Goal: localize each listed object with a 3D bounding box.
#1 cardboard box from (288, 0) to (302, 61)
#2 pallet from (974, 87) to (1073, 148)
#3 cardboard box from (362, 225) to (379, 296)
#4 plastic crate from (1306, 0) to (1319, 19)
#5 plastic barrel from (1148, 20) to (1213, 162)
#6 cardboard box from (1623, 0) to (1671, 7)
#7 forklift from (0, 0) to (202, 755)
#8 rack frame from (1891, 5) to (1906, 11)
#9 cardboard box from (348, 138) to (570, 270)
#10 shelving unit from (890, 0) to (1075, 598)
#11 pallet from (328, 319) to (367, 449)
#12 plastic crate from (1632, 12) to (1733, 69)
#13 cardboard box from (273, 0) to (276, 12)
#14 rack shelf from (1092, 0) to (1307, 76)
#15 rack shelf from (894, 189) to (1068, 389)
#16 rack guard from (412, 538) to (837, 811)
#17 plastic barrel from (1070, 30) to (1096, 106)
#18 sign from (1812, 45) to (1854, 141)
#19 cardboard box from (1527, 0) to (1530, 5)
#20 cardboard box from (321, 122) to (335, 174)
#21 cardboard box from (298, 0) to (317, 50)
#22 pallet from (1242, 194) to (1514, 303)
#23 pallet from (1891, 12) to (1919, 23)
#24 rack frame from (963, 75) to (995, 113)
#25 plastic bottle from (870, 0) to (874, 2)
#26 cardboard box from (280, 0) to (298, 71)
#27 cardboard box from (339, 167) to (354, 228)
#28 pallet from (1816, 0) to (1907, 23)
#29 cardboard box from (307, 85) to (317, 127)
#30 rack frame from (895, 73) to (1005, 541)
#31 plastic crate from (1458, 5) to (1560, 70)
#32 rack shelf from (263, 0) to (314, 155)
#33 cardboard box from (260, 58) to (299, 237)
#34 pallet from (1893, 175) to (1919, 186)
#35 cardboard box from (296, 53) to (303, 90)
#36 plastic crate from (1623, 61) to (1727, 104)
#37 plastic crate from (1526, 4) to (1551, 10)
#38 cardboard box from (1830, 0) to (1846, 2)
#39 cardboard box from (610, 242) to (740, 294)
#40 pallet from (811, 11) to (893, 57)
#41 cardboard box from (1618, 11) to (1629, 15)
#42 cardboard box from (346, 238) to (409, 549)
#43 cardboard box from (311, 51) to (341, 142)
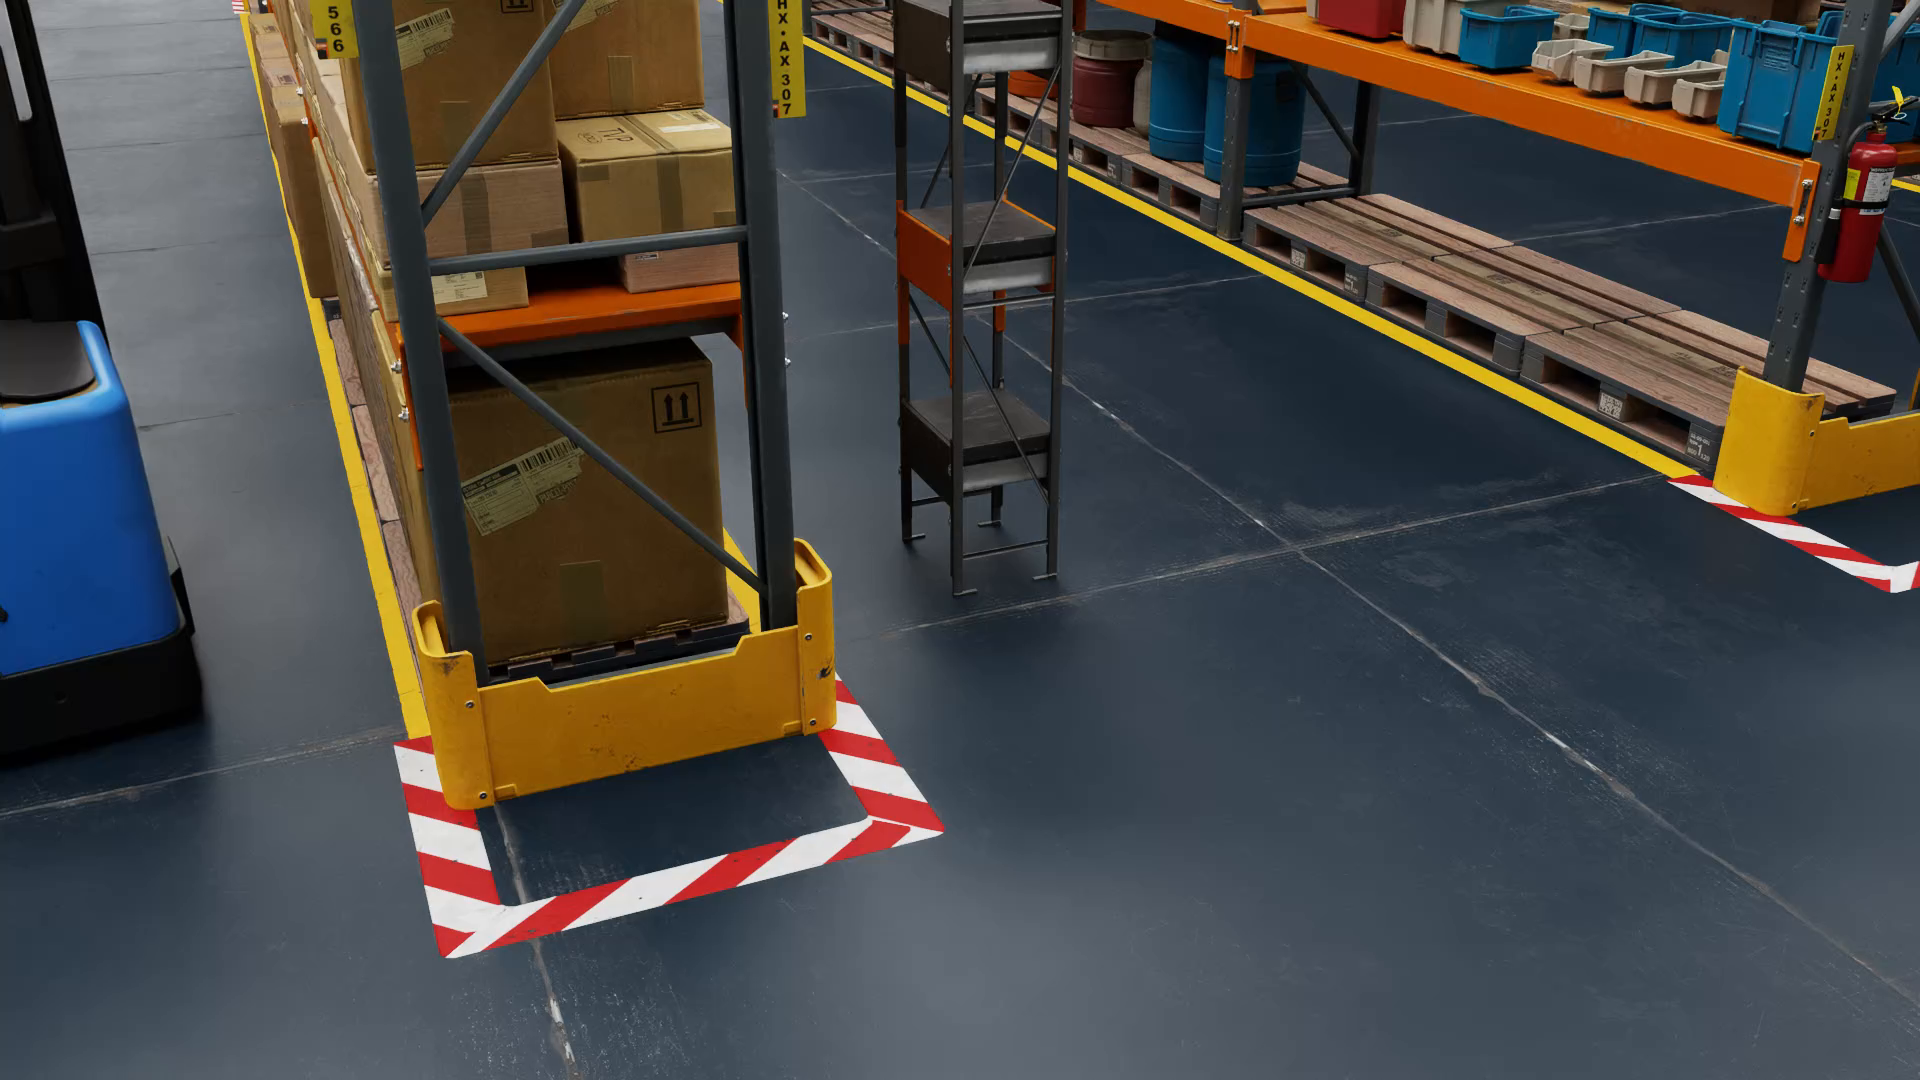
[{"bbox_3d":[-2.595,-2.202,7.172,0.500,0.250,0.500,-11,28,-22],"label":"cardboard box"},{"bbox_3d":[0.800,-3.272,12.710,1.003,0.211,1.213,-11,28,-21],"label":"pallet"},{"bbox_3d":[-1.518,-0.834,4.826,0.380,0.149,0.250,-10,28,-20],"label":"cardboard box"},{"bbox_3d":[2.070,-2.917,9.038,0.396,0.136,0.243,-11,28,-21],"label":"plastic crate"},{"bbox_3d":[1.544,-2.975,10.838,0.600,0.901,0.708,-11,28,-21],"label":"plastic barrel"},{"bbox_3d":[5.796,-4.214,13.809,0.500,0.500,0.500,-12,28,-22],"label":"cardboard box"},{"bbox_3d":[-3.520,-1.208,5.383,1.130,2.935,3.031,-15,30,-27],"label":"forklift"},{"bbox_3d":[9.568,-6.538,16.222,1.000,3.000,0.127,-11,28,-21],"label":"rack frame"},{"bbox_3d":[-1.406,-0.971,4.653,0.500,0.250,0.500,-11,28,-21],"label":"cardboard box"},{"bbox_3d":[0.065,-0.877,5.652,0.431,2.100,0.503,-11,28,-21],"label":"shelving unit"},{"bbox_3d":[-2.312,-0.796,7.641,1.003,0.211,1.213,-11,28,-21],"label":"pallet"},{"bbox_3d":[3.276,-2.246,7.553,0.416,0.233,0.300,-11,28,-21],"label":"plastic crate"},{"bbox_3d":[-3.563,-3.171,9.211,0.500,0.500,0.500,-10,28,-20],"label":"cardboard box"},{"bbox_3d":[1.236,-3.705,11.240,1.077,0.370,4.000,-11,28,-21],"label":"rack shelf"},{"bbox_3d":[0.065,-0.864,5.658,0.431,0.518,0.480,-11,28,-21],"label":"rack shelf"},{"bbox_3d":[-0.962,0.378,4.906,1.175,0.500,0.348,-11,28,-21],"label":"rack guard"},{"bbox_3d":[0.963,-3.499,12.355,0.421,0.512,0.421,0,26,0],"label":"plastic barrel"},{"bbox_3d":[3.086,-1.578,5.878,0.100,0.325,0.005,-11,28,-21],"label":"sign"},{"bbox_3d":[4.927,-4.527,14.451,0.500,0.500,0.500,-9,28,-18],"label":"cardboard box"},{"bbox_3d":[-2.116,-1.452,6.090,0.380,0.149,0.250,-11,28,-22],"label":"cardboard box"},{"bbox_3d":[-2.192,-2.127,6.164,0.500,0.500,0.500,-11,28,-22],"label":"cardboard box"},{"bbox_3d":[2.343,-1.678,9.446,1.003,0.211,1.213,-11,28,-21],"label":"pallet"},{"bbox_3d":[9.808,-4.954,16.155,1.003,0.211,1.213,-11,28,-21],"label":"pallet"},{"bbox_3d":[0.453,-4.836,12.736,1.000,3.000,0.127,-11,28,-21],"label":"rack frame"},{"bbox_3d":[-0.875,-5.636,17.062,0.097,0.201,0.097,0,26,0],"label":"plastic bottle"},{"bbox_3d":[-2.973,-2.557,7.954,0.500,0.500,0.500,-10,28,-20],"label":"cardboard box"},{"bbox_3d":[-1.815,-1.142,5.456,0.380,0.149,0.250,-11,28,-22],"label":"cardboard box"},{"bbox_3d":[9.264,-5.601,17.480,1.003,0.211,1.213,-11,28,-21],"label":"pallet"},{"bbox_3d":[-2.417,-1.762,6.727,0.380,0.149,0.250,-11,28,-22],"label":"cardboard box"},{"bbox_3d":[-0.031,-0.975,5.854,0.400,2.100,0.015,-11,28,-21],"label":"rack frame"},{"bbox_3d":[2.545,-2.343,7.752,0.416,0.233,0.300,-11,28,-21],"label":"plastic crate"},{"bbox_3d":[-3.321,-2.854,9.497,1.077,0.370,4.000,-11,28,-21],"label":"rack shelf"},{"bbox_3d":[-3.158,-2.219,9.320,1.225,0.875,0.875,-12,28,-22],"label":"cardboard box"},{"bbox_3d":[6.846,-2.540,11.212,1.003,0.211,1.213,-11,28,-21],"label":"pallet"},{"bbox_3d":[-2.728,-2.081,7.379,0.380,0.149,0.250,-11,28,-20],"label":"cardboard box"},{"bbox_3d":[2.999,-1.932,7.021,0.396,0.136,0.243,-11,28,-21],"label":"plastic crate"},{"bbox_3d":[2.705,-2.719,8.644,0.437,0.125,0.590,-11,28,-21],"label":"plastic crate"},{"bbox_3d":[9.238,-5.894,17.251,0.700,0.500,0.500,-10,28,-20],"label":"cardboard box"},{"bbox_3d":[-0.807,-0.842,4.843,0.380,0.149,0.250,-10,28,-20],"label":"cardboard box"},{"bbox_3d":[-0.771,-4.887,16.019,1.003,0.211,1.213,-11,28,-21],"label":"pallet"},{"bbox_3d":[5.538,-3.903,13.174,0.500,0.500,0.500,-12,28,-22],"label":"cardboard box"},{"bbox_3d":[-1.652,-0.601,6.005,0.875,0.875,0.875,-11,28,-21],"label":"cardboard box"},{"bbox_3d":[-2.011,-1.591,5.922,0.500,0.250,0.500,-11,28,-21],"label":"cardboard box"}]
